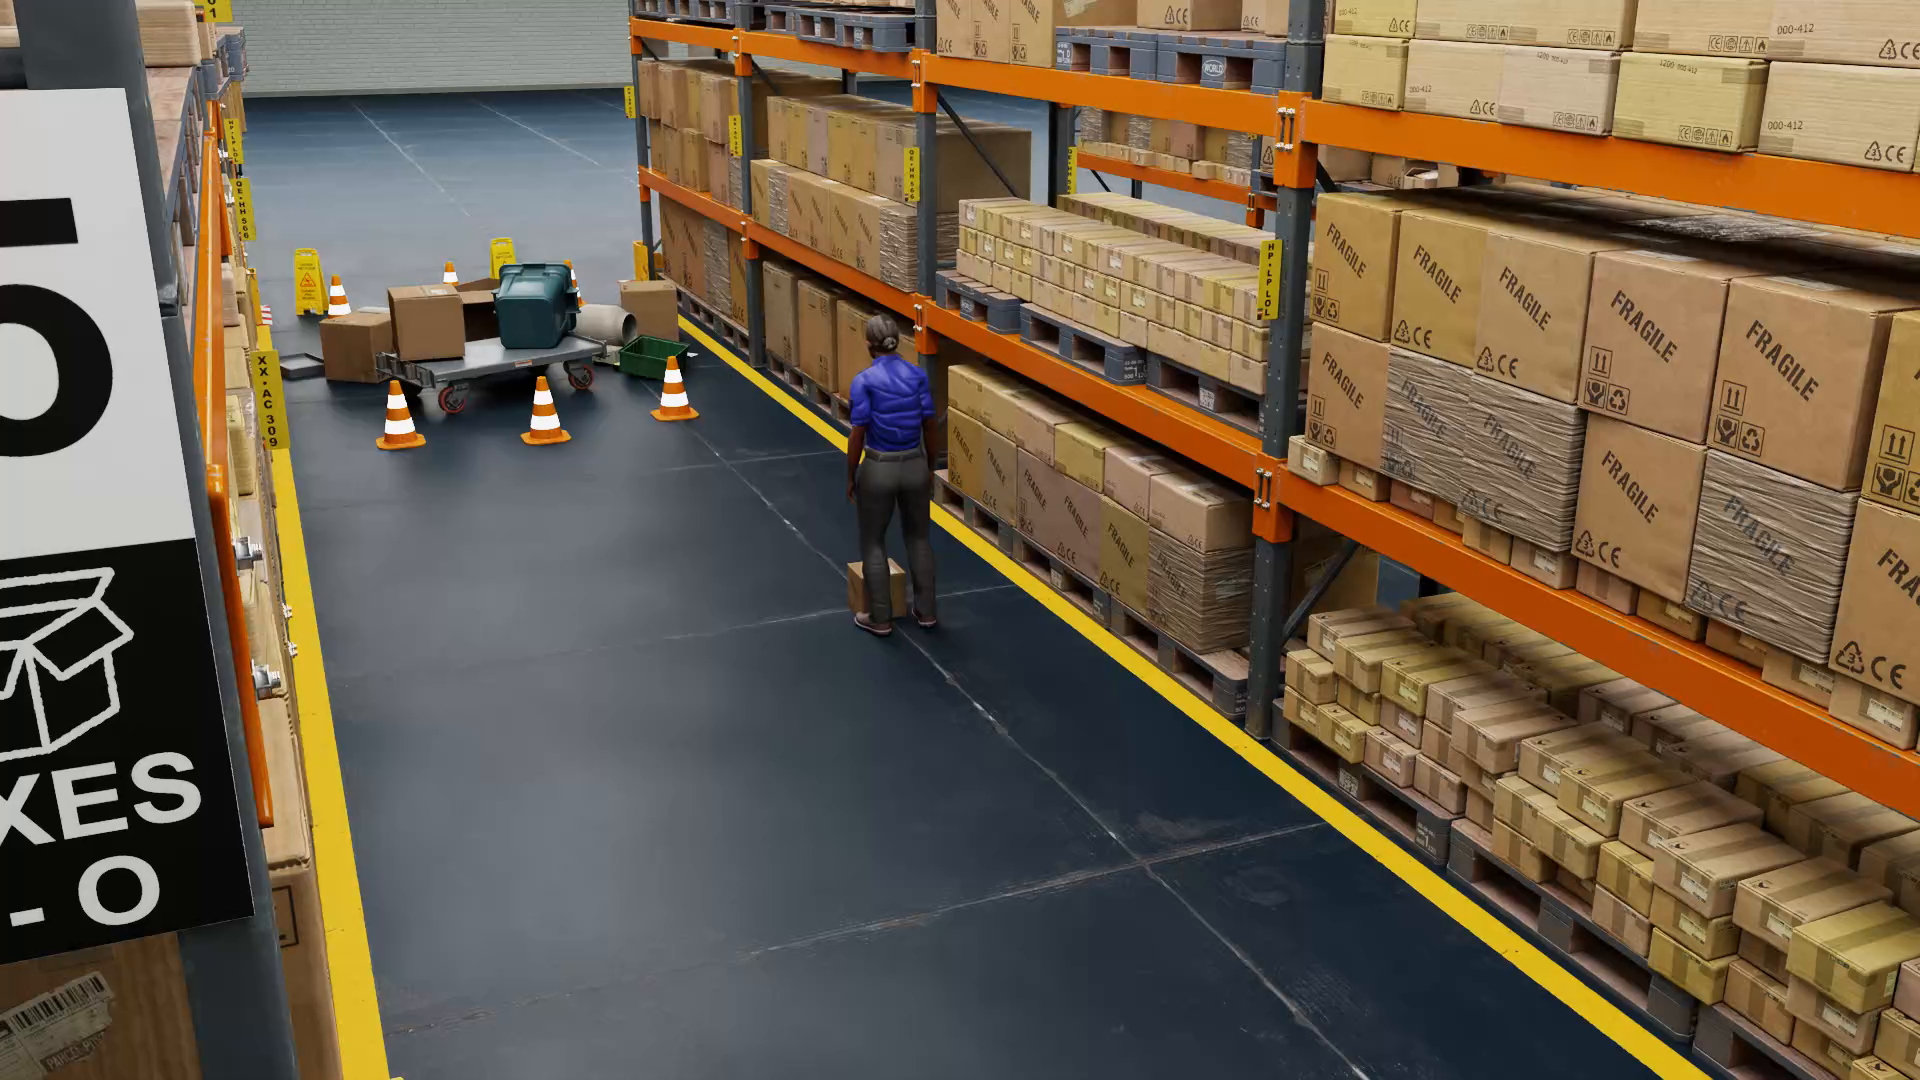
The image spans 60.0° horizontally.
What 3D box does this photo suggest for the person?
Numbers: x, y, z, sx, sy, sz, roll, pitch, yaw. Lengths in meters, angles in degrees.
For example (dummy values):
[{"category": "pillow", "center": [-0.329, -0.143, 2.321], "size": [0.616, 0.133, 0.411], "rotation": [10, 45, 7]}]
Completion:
[{"category": "person", "center": [-0.343, -0.329, 8.528], "size": [0.509, 1.655, 0.350], "rotation": [-8, 21, -22]}]
